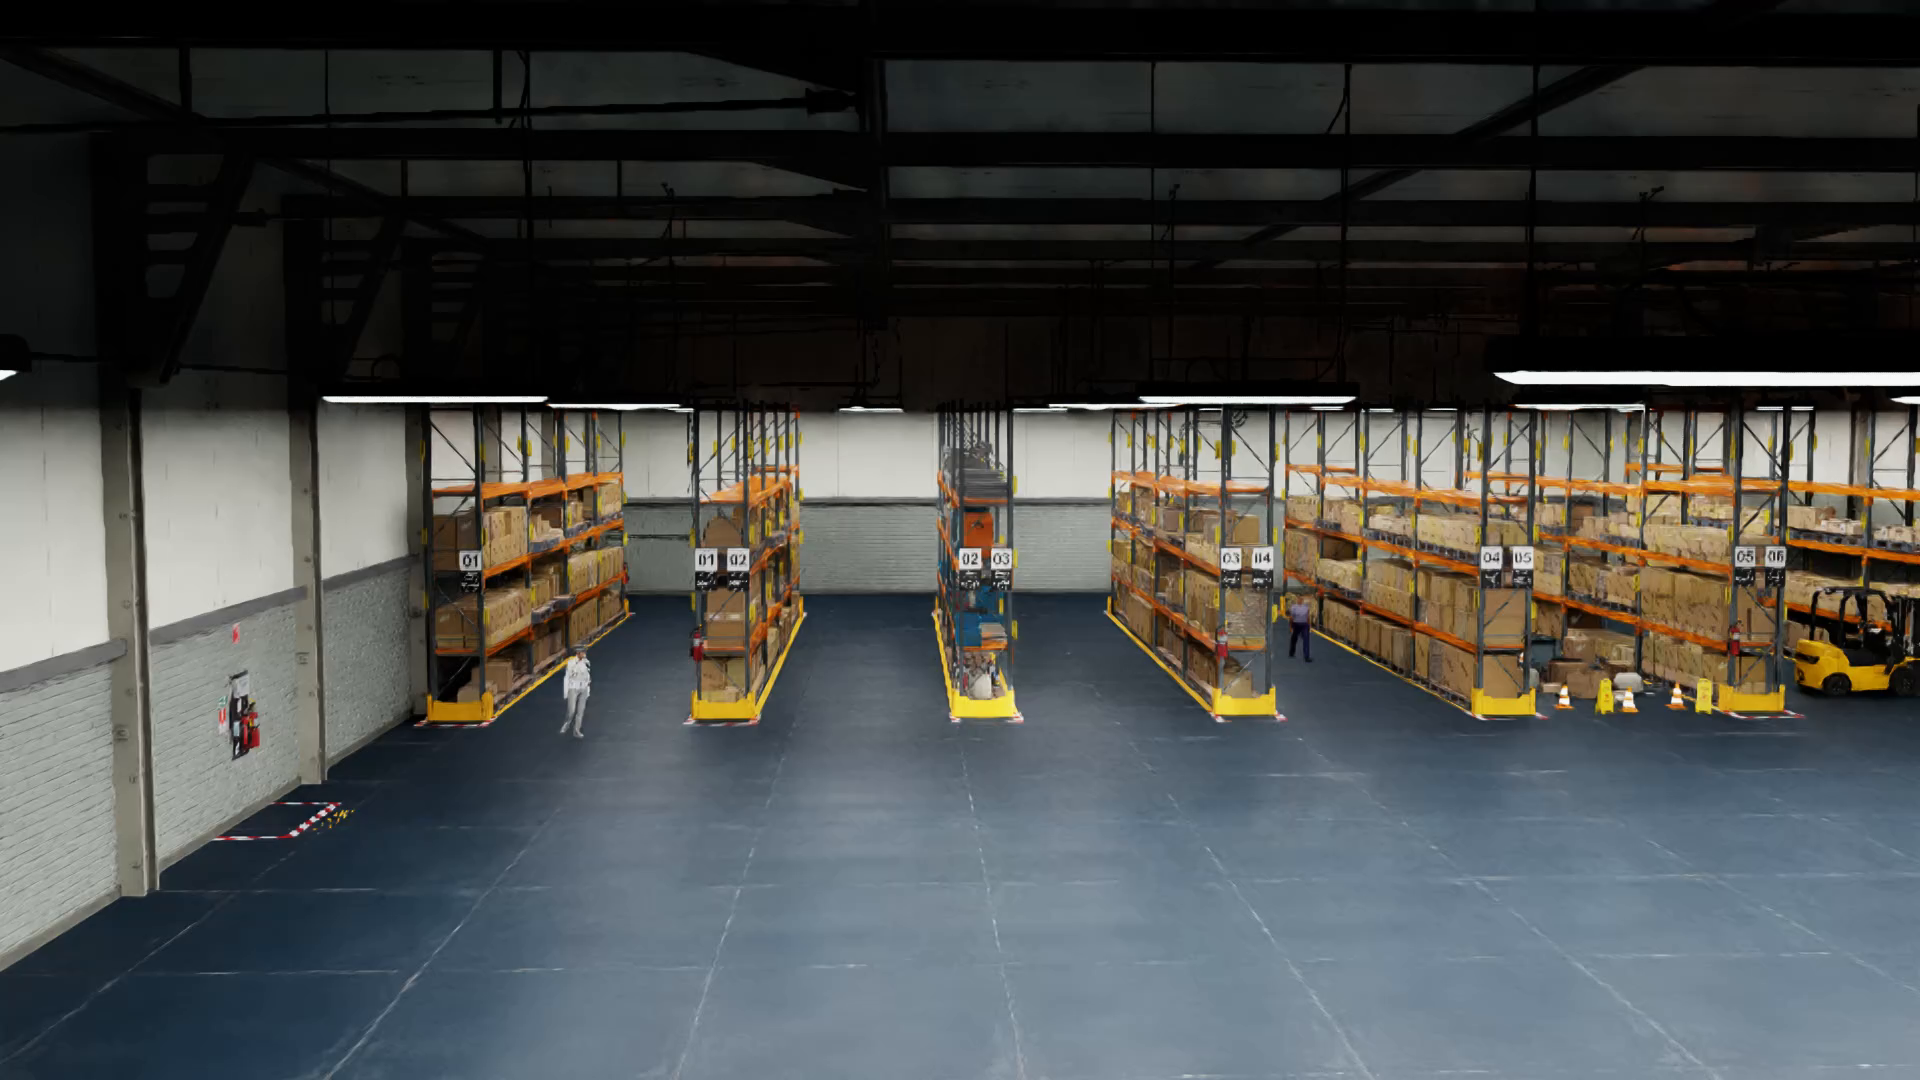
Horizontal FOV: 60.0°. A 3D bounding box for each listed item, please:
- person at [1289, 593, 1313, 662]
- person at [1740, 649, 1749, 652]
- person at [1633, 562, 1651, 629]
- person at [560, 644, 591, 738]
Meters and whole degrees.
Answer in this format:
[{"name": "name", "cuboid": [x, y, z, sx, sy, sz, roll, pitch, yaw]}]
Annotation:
[{"name": "person", "cuboid": [7.857, 2.002, 38.522, 0.479, 1.567, 1.090, 0, 4, 1]}, {"name": "person", "cuboid": [17.114, 2.042, 36.521, 0.577, 1.785, 0.655, 2, 5, 29]}, {"name": "person", "cuboid": [18.264, 1.463, 44.317, 0.551, 1.765, 0.647, 1, 4, 14]}, {"name": "person", "cuboid": [-6.813, 2.654, 29.488, 0.533, 1.671, 0.522, -4, 6, -39]}]
